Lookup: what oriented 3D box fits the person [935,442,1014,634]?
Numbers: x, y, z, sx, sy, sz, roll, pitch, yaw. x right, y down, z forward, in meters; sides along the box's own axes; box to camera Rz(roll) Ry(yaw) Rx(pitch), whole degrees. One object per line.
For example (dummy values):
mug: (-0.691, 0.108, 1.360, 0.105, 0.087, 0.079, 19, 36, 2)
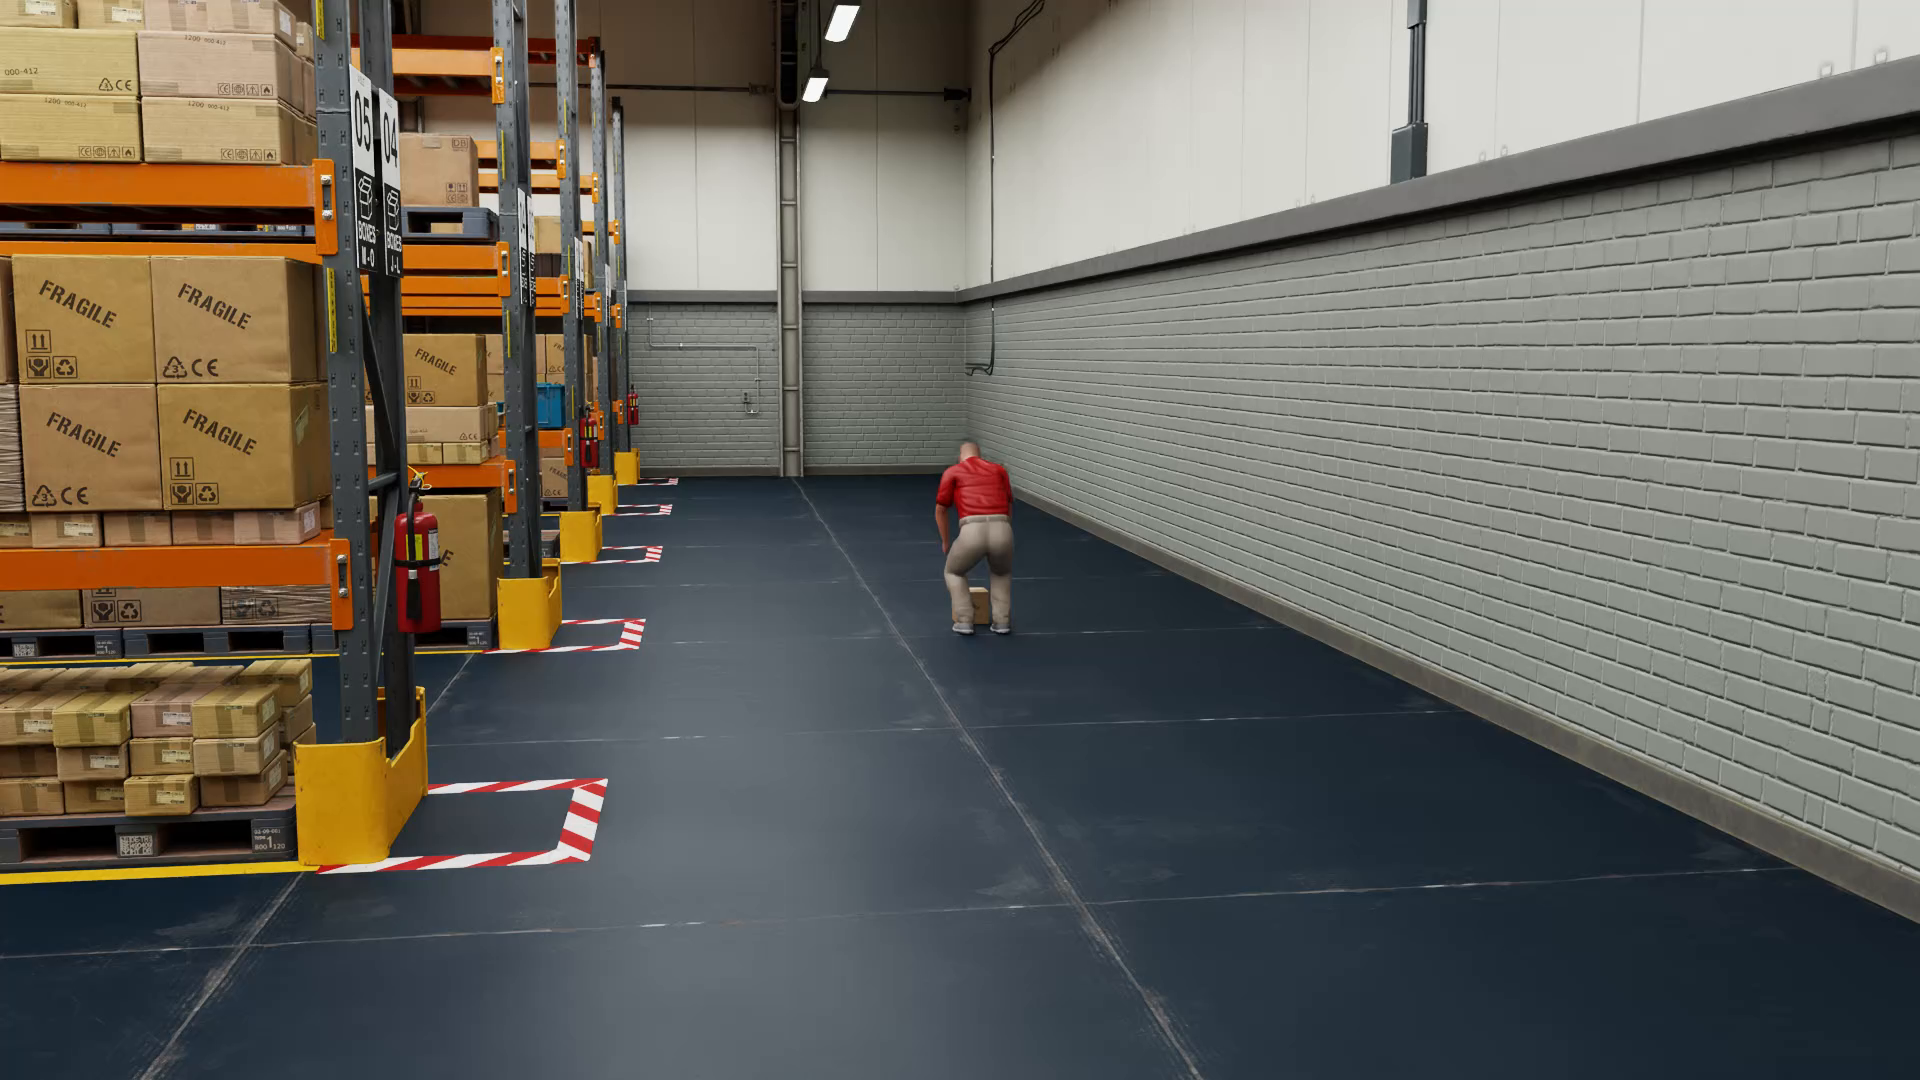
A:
person: (0.120, -0.012, 12.360, 0.590, 1.409, 0.707, -1, 7, -9)
